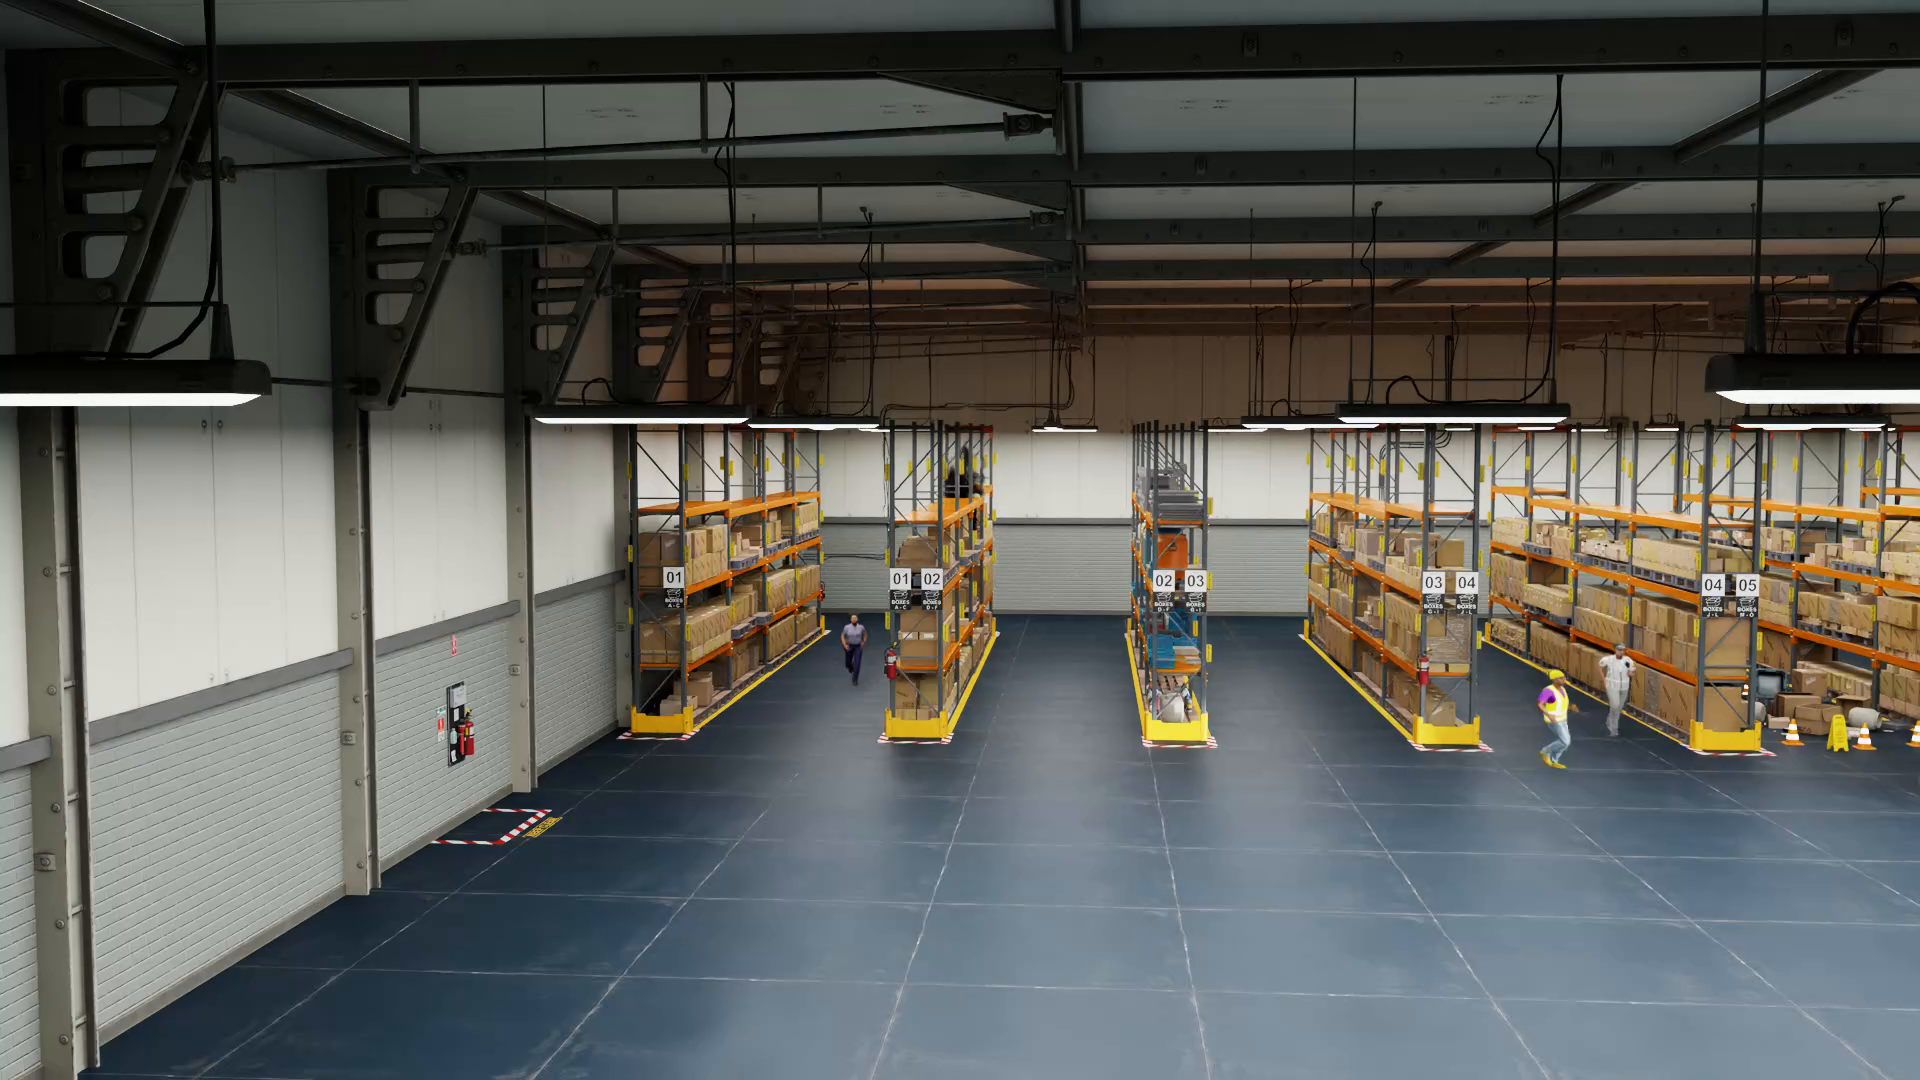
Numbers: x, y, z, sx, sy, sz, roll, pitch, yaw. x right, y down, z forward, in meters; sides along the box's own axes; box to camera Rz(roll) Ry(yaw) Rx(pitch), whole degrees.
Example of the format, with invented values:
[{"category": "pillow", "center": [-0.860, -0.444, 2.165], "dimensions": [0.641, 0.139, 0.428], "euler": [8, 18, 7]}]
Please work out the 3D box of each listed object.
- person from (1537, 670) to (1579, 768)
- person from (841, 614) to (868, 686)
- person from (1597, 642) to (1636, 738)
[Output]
[{"category": "person", "center": [10.219, 3.069, 28.422], "dimensions": [0.601, 1.711, 0.711], "euler": [3, 5, 42]}, {"category": "person", "center": [-2.434, 2.532, 38.338], "dimensions": [0.605, 1.597, 0.809], "euler": [0, 4, 1]}, {"category": "person", "center": [12.543, 2.851, 31.746], "dimensions": [0.633, 1.850, 0.847], "euler": [0, 4, -2]}]
